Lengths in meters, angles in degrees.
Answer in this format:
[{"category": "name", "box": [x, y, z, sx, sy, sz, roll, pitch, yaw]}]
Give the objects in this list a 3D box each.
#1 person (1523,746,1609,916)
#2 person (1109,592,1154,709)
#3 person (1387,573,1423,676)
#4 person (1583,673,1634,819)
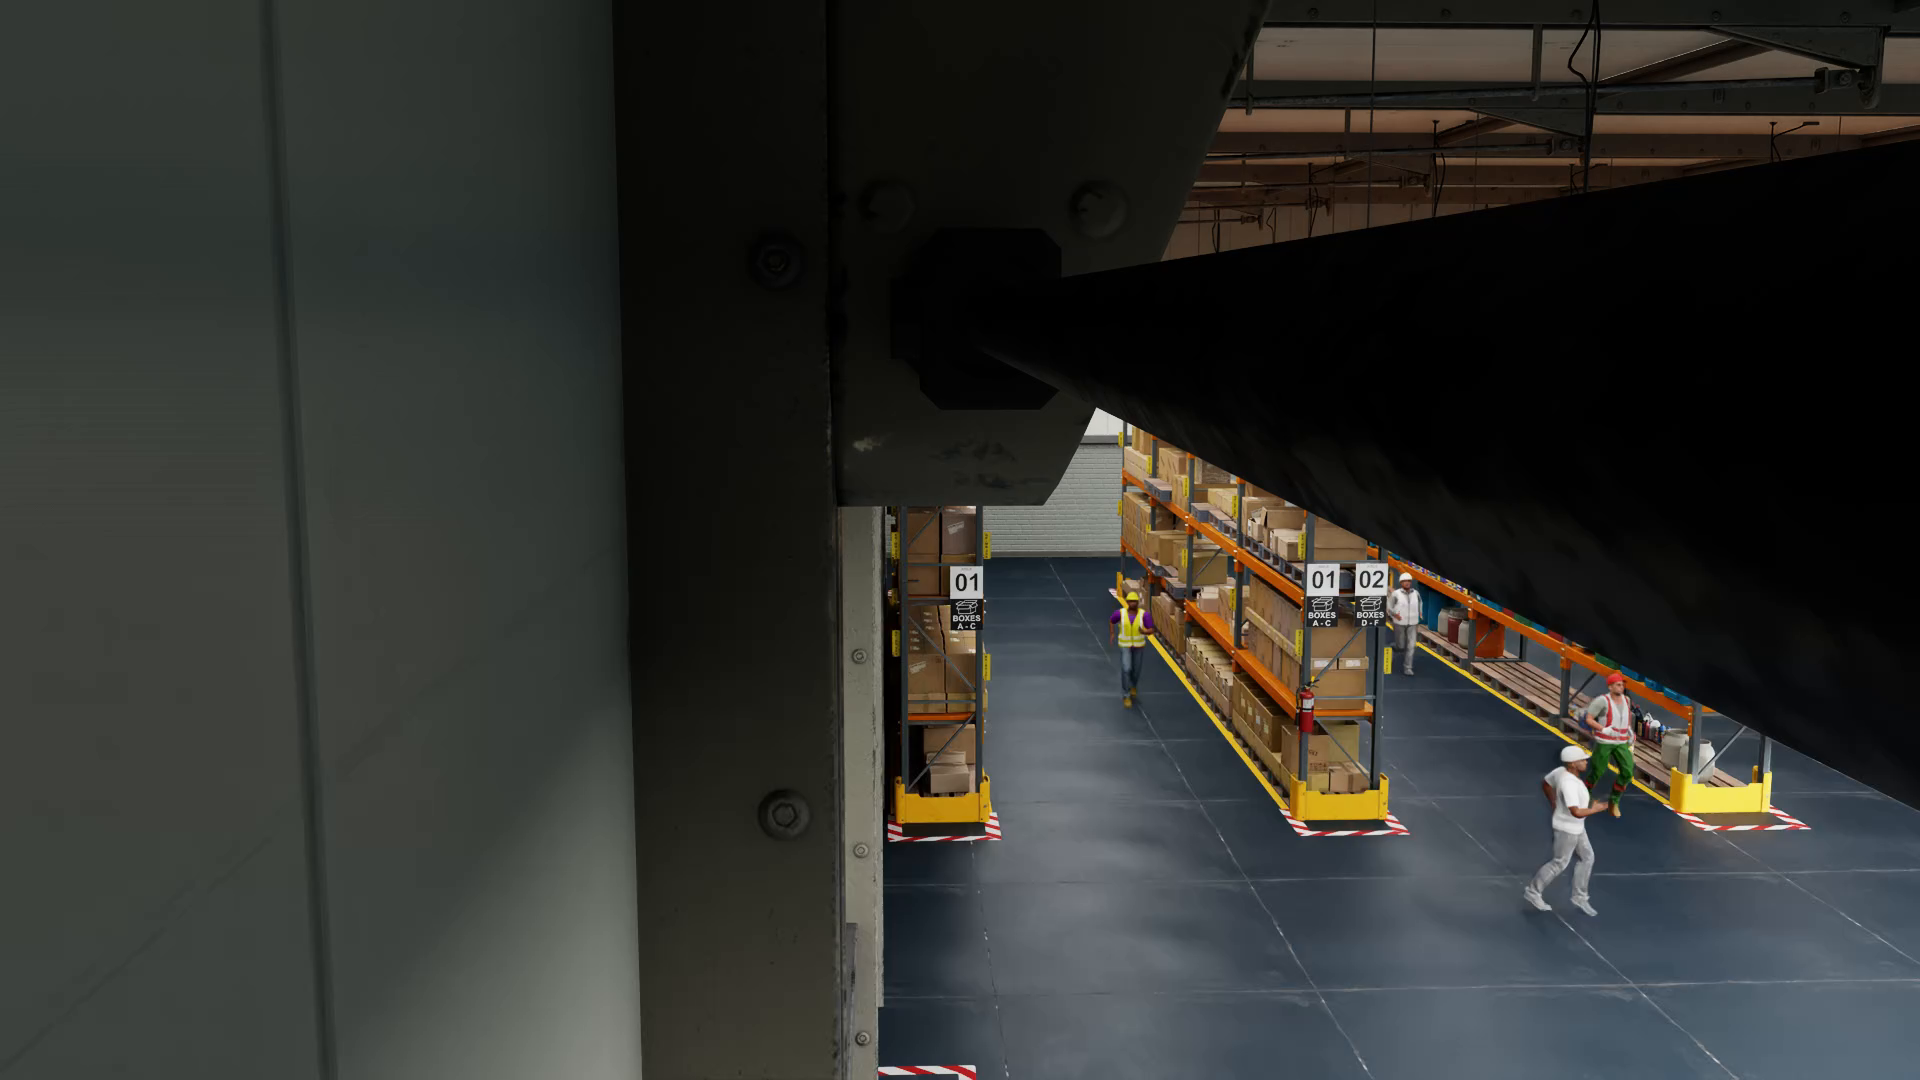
[{"category": "person", "box": [6.314, 3.035, 17.307, 0.787, 1.834, 0.720, 3, 9, 21]}, {"category": "person", "box": [2.740, 1.710, 26.520, 0.692, 1.781, 0.922, 0, 8, -1]}, {"category": "person", "box": [7.731, 1.442, 28.805, 0.677, 1.747, 0.905, 0, 8, -2]}, {"category": "person", "box": [8.145, 2.560, 20.794, 0.723, 1.820, 0.680, -2, 8, -12]}]
